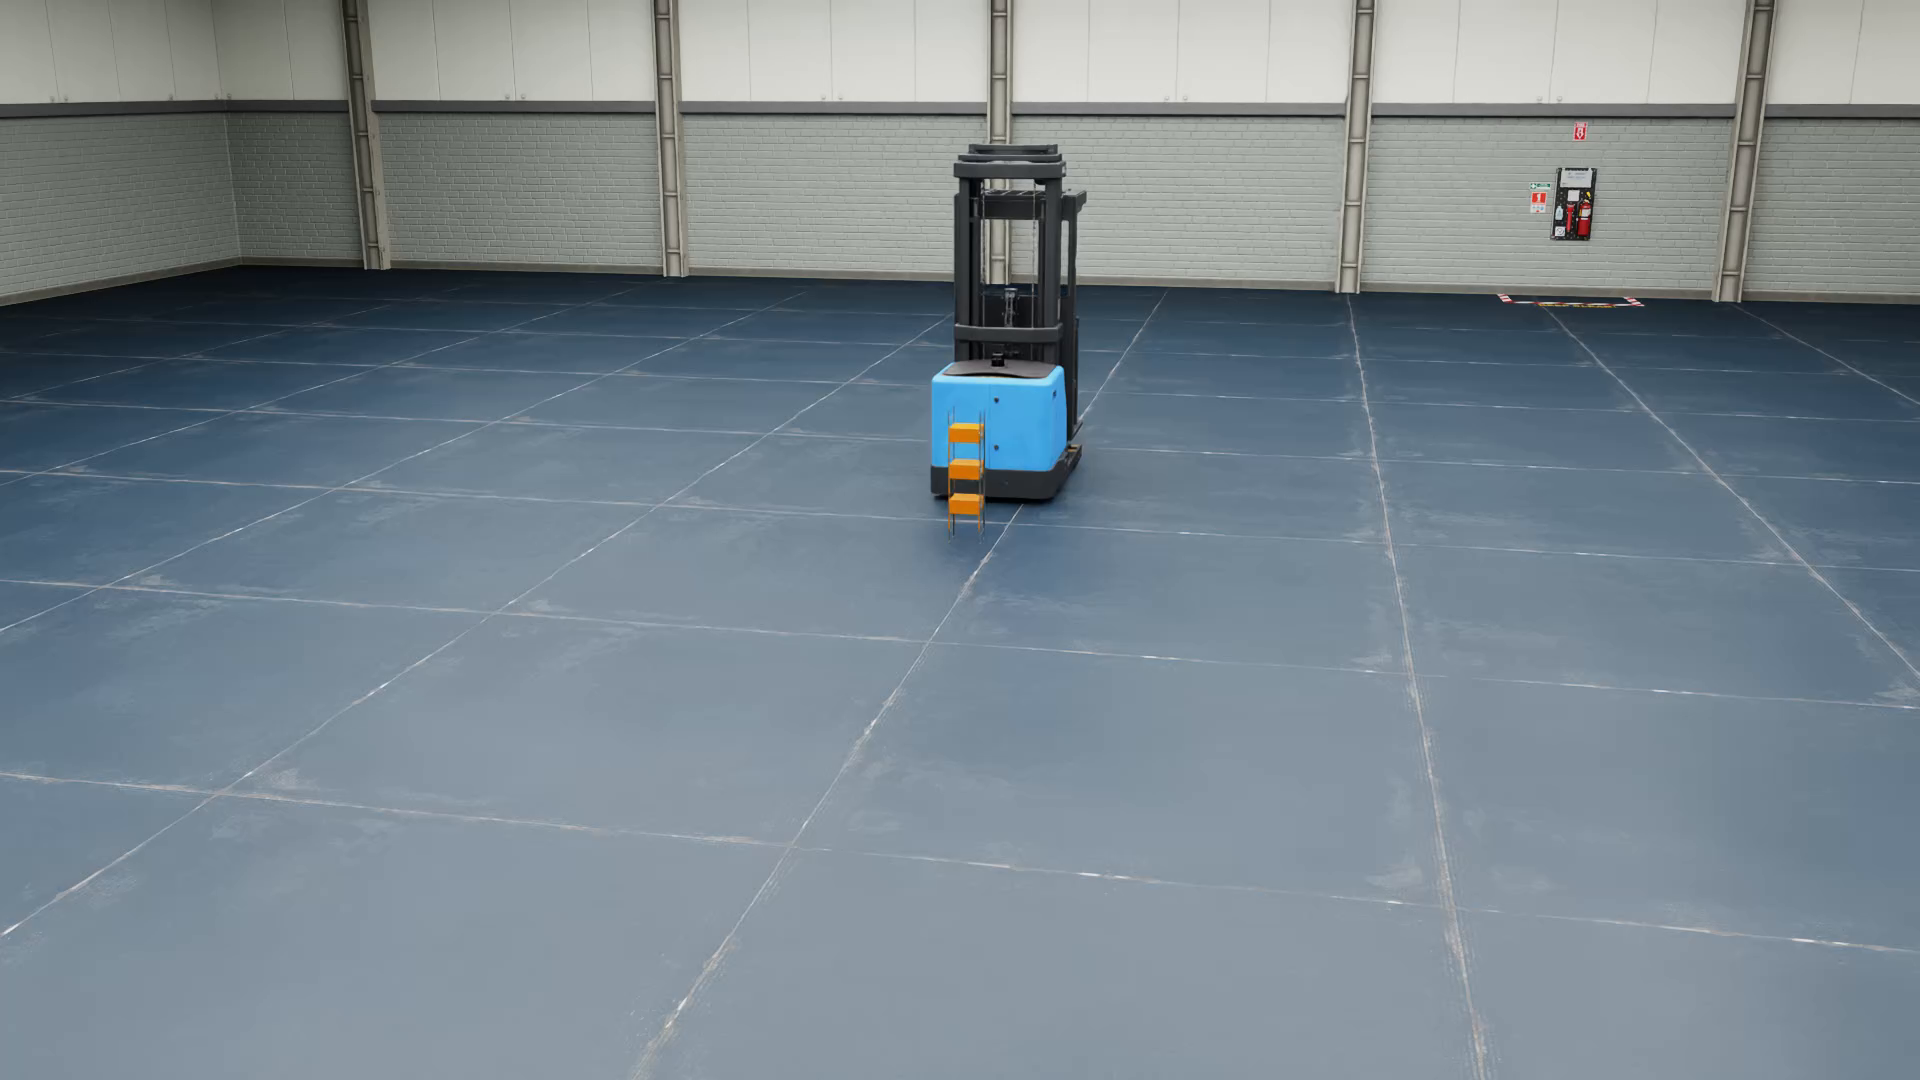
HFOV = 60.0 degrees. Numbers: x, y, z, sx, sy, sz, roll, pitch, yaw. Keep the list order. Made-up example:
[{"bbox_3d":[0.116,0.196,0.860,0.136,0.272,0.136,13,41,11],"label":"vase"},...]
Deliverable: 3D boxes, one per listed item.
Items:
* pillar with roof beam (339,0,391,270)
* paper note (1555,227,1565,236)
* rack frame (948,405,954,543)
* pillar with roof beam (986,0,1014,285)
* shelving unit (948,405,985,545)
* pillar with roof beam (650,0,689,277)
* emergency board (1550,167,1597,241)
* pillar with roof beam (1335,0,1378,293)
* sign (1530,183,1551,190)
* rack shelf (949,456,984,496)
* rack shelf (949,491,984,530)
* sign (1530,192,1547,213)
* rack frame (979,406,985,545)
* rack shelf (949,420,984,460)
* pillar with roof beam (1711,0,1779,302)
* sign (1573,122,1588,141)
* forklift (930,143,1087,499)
[{"bbox_3d":[-11.932,-8.374,26.365,0.400,9.000,9.100,3,16,11],"label":"pillar with roof beam"},{"bbox_3d":[9.871,-5.077,27.350,0.142,0.148,0.016,3,16,11],"label":"paper note"},{"bbox_3d":[-0.067,-0.510,12.865,0.008,1.050,0.200,3,16,11],"label":"rack frame"},{"bbox_3d":[-0.173,-7.735,24.060,0.400,9.000,9.100,3,16,11],"label":"pillar with roof beam"},{"bbox_3d":[0.052,-0.503,12.842,0.252,1.050,0.215,3,16,11],"label":"shelving unit"},{"bbox_3d":[-6.053,-8.055,25.213,0.400,9.000,9.100,3,16,11],"label":"pillar with roof beam"},{"bbox_3d":[10.030,-5.474,27.133,0.643,1.169,0.194,3,16,11],"label":"emergency board"},{"bbox_3d":[5.707,-7.416,22.908,0.400,9.000,9.100,3,16,11],"label":"pillar with roof beam"},{"bbox_3d":[9.512,-5.800,27.252,0.331,0.109,0.001,3,16,11],"label":"sign"},{"bbox_3d":[0.052,-0.493,12.844,0.240,0.259,0.215,3,16,11],"label":"rack shelf"},{"bbox_3d":[0.052,-0.225,12.919,0.240,0.259,0.215,3,16,11],"label":"rack shelf"},{"bbox_3d":[9.509,-5.547,27.332,0.234,0.329,0.001,3,16,11],"label":"sign"},{"bbox_3d":[0.172,-0.497,12.818,0.008,1.050,0.200,3,16,11],"label":"rack frame"},{"bbox_3d":[0.052,-0.766,12.769,0.240,0.259,0.215,3,16,11],"label":"rack shelf"},{"bbox_3d":[11.586,-7.097,21.756,0.400,9.000,9.100,3,16,11],"label":"pillar with roof beam"},{"bbox_3d":[10.042,-6.617,26.919,0.199,0.298,0.001,3,16,11],"label":"sign"},{"bbox_3d":[0.538,-2.104,15.099,1.130,2.935,3.031,3,16,11],"label":"forklift"}]
